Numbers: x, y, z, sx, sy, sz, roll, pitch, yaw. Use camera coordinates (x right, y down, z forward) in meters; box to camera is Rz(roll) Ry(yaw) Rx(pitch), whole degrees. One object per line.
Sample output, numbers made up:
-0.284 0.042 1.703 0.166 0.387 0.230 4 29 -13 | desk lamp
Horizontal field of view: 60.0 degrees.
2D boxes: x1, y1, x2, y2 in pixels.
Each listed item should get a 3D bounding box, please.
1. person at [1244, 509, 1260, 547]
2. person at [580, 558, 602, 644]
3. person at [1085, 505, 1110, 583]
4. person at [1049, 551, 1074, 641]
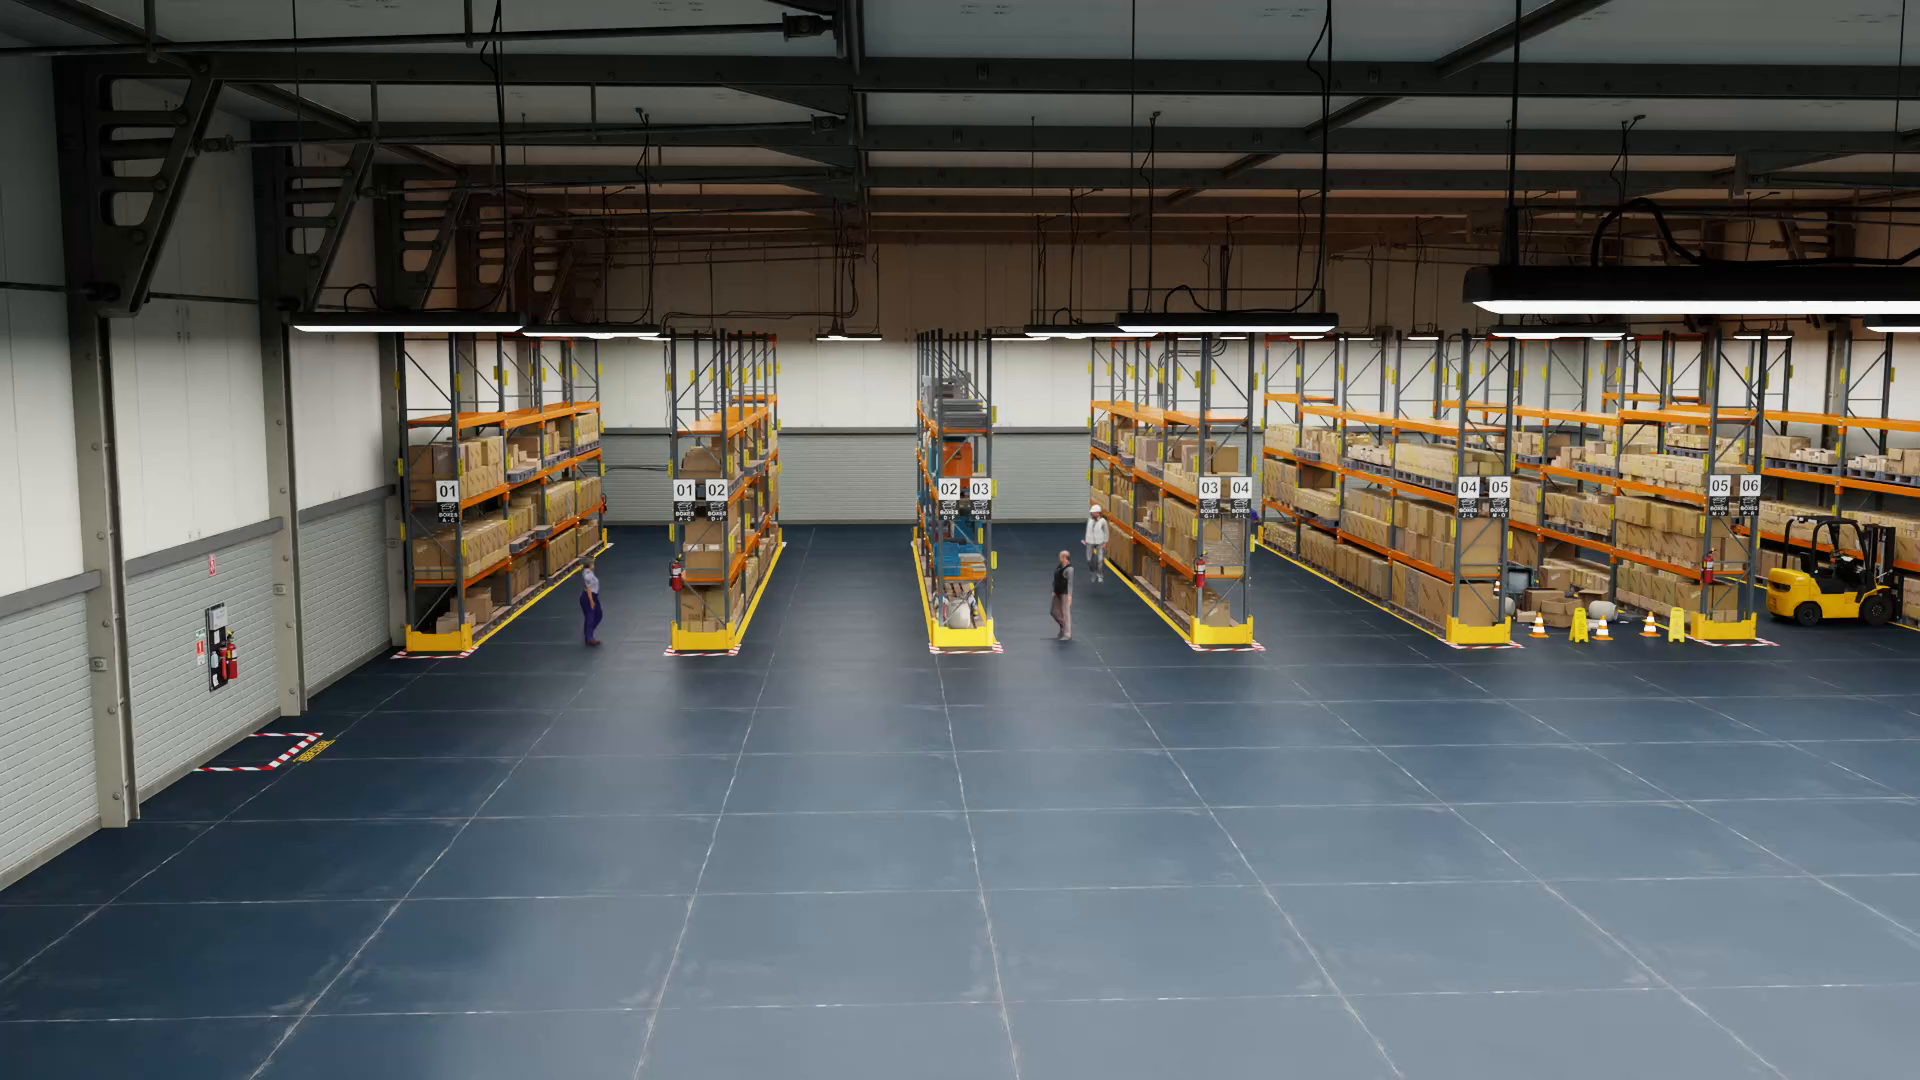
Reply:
7.565 -0.245 43.546 0.540 1.609 1.006 0 7 -2 | person
-7.088 1.182 31.885 0.404 1.659 0.543 0 7 0 | person
3.135 0.101 38.077 0.579 1.819 0.634 1 7 7 | person
1.996 1.072 32.252 0.462 1.733 0.562 -3 7 -22 | person
